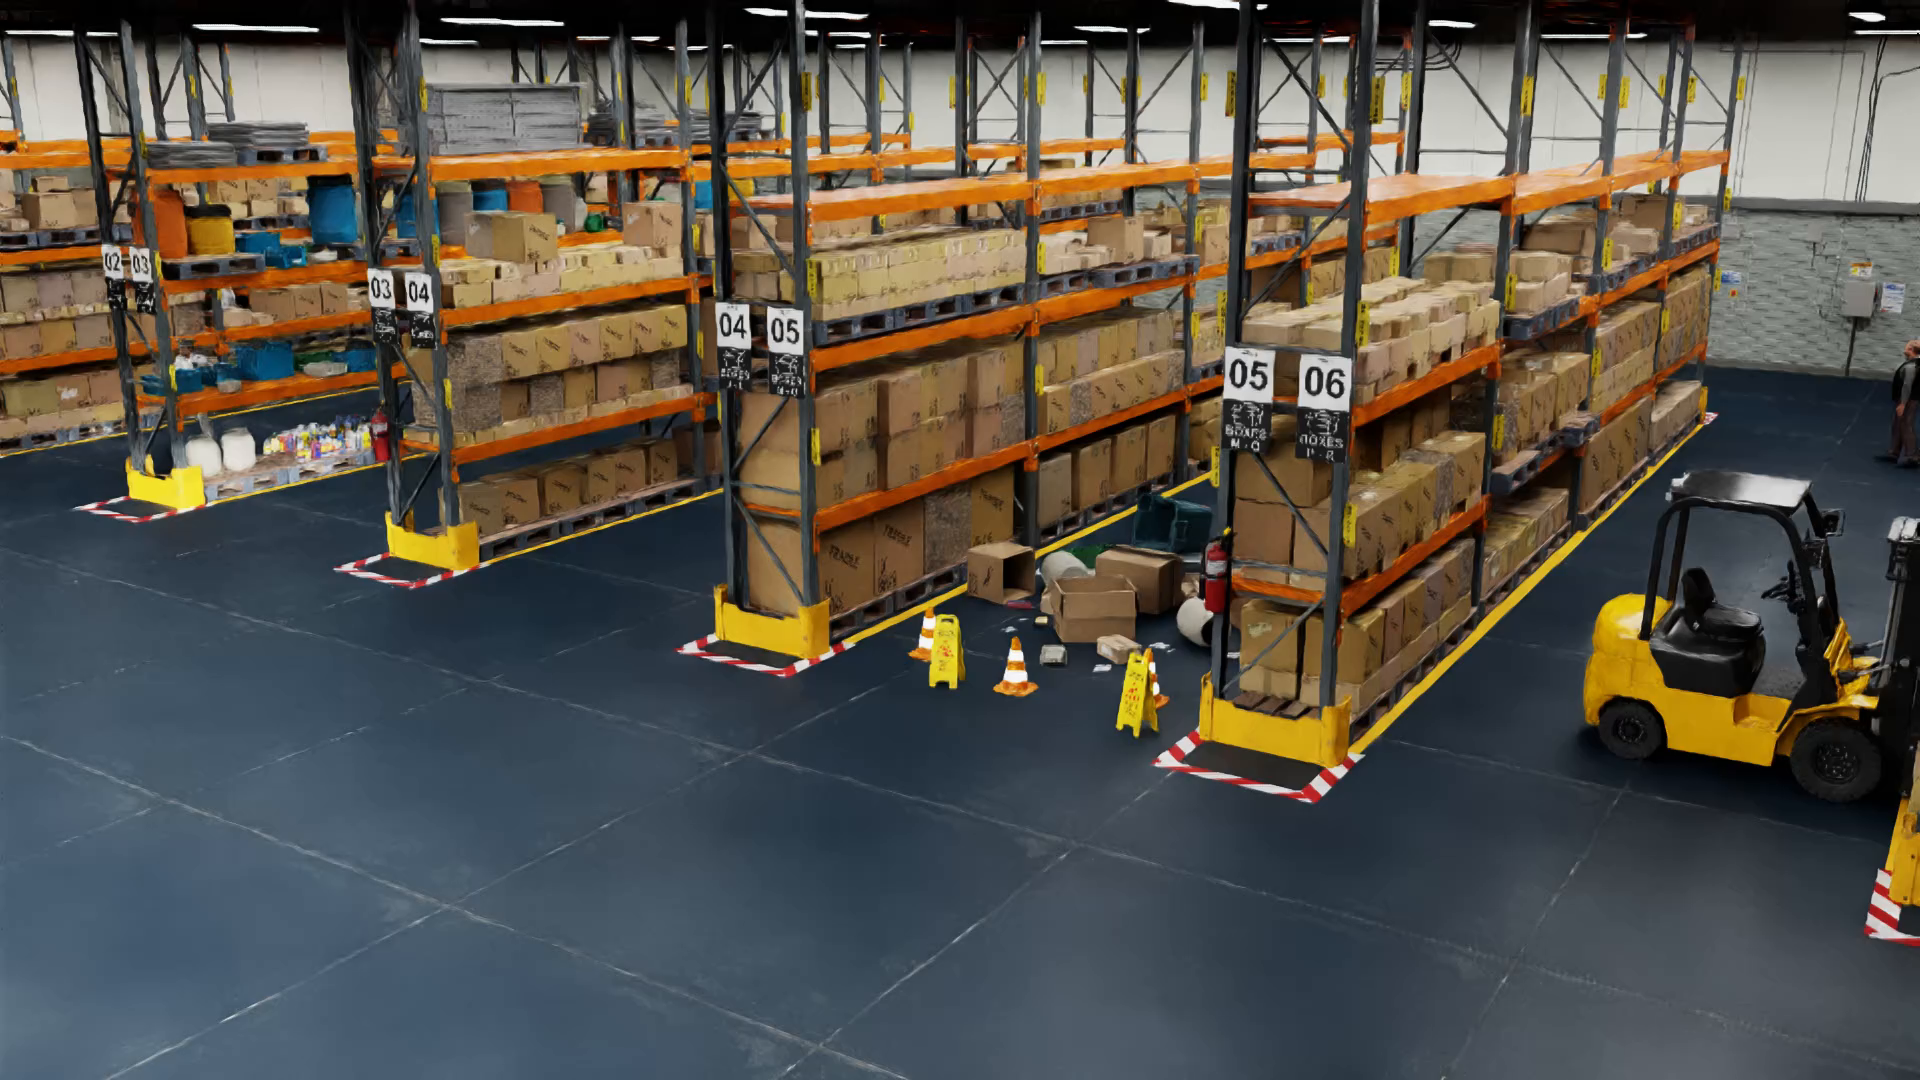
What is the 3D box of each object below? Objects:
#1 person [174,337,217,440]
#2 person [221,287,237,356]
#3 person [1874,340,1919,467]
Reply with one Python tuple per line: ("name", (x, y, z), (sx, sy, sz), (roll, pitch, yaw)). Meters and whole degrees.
("person", (-10.917, -2.131, 23.852), (0.643, 1.612, 0.794), (4, 16, 15))
("person", (-13.432, -4.047, 30.430), (0.444, 1.786, 0.598), (2, 16, 8))
("person", (12.971, -1.894, 22.824), (0.576, 1.722, 0.701), (11, 19, 34))
